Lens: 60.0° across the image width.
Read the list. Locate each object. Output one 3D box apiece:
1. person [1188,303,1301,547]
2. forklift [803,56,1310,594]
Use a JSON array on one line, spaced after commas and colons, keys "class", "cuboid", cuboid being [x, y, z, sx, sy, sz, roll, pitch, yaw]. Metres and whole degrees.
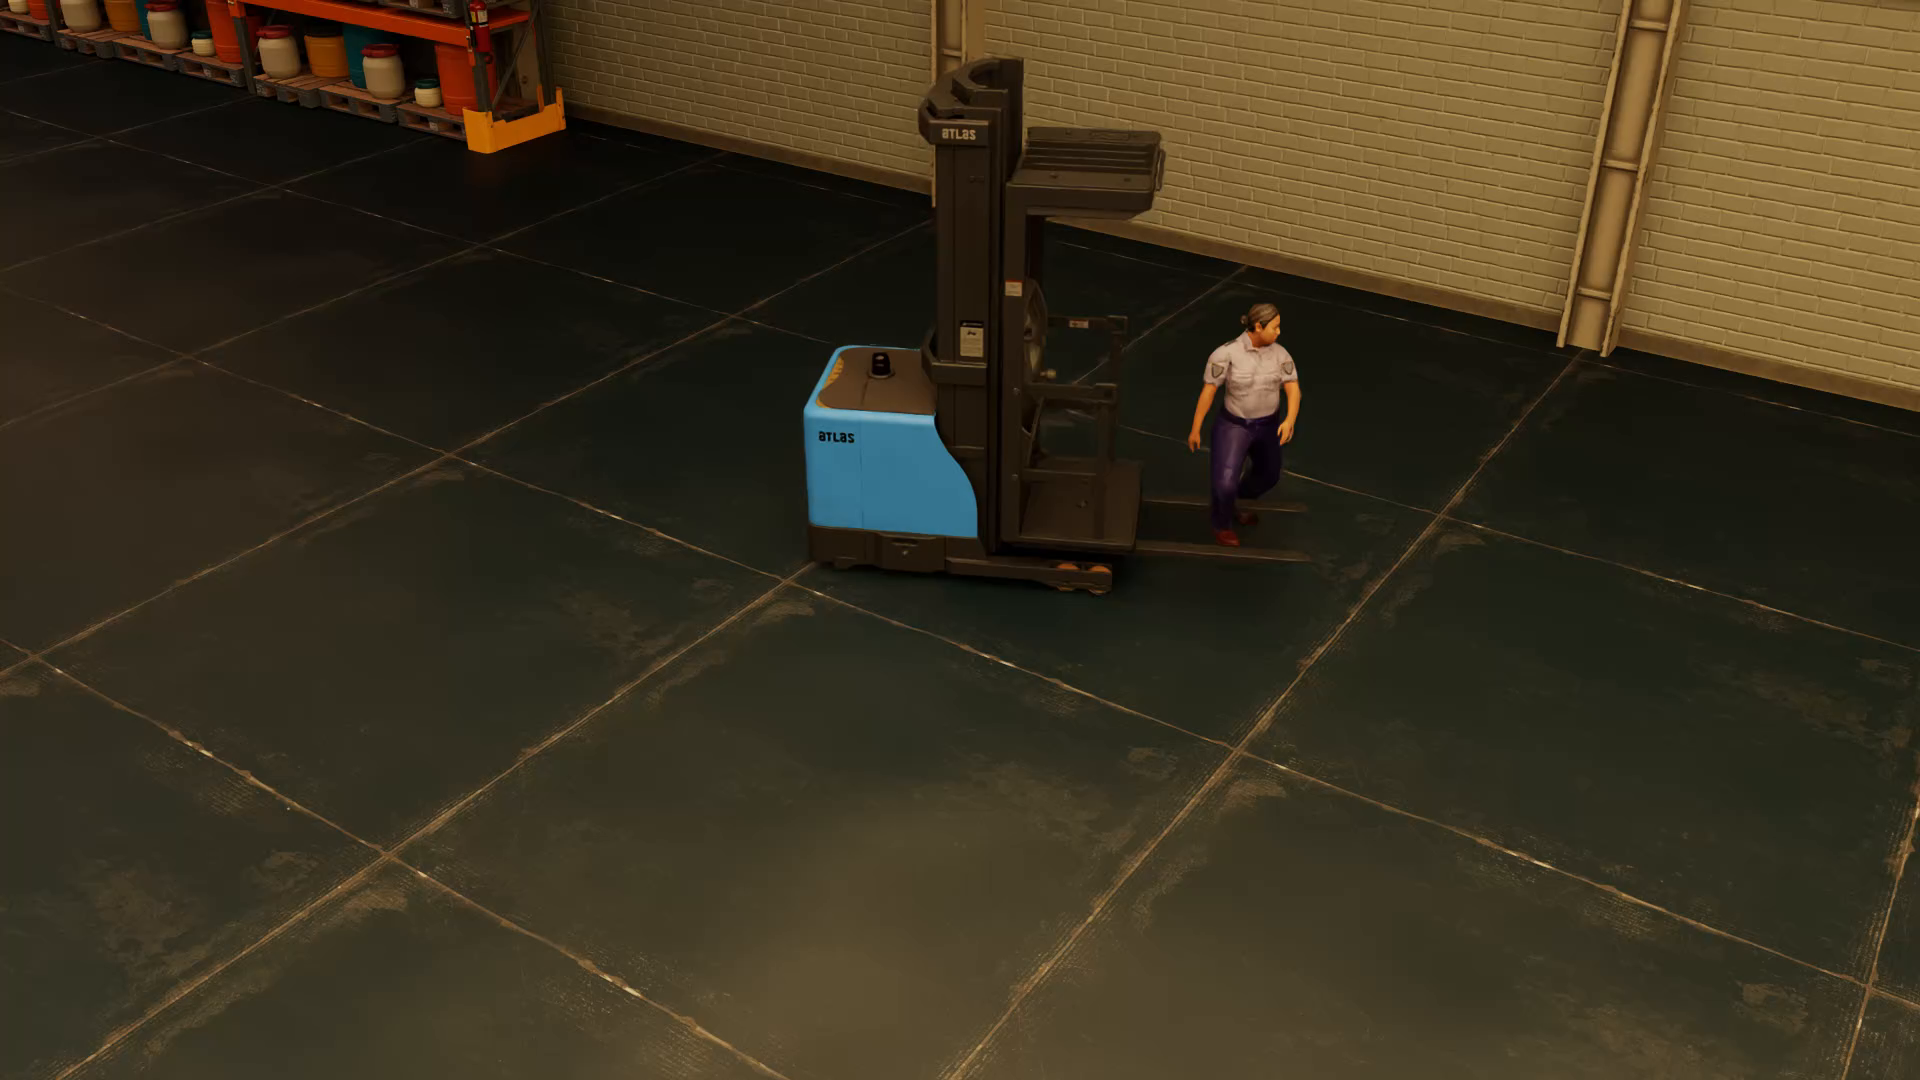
[{"class": "person", "cuboid": [1.711, -0.662, 10.086, 0.655, 1.555, 0.793, -12, 32, -20]}, {"class": "forklift", "cuboid": [0.626, -1.231, 9.700, 3.031, 2.935, 1.130, 4, 30, 7]}]
